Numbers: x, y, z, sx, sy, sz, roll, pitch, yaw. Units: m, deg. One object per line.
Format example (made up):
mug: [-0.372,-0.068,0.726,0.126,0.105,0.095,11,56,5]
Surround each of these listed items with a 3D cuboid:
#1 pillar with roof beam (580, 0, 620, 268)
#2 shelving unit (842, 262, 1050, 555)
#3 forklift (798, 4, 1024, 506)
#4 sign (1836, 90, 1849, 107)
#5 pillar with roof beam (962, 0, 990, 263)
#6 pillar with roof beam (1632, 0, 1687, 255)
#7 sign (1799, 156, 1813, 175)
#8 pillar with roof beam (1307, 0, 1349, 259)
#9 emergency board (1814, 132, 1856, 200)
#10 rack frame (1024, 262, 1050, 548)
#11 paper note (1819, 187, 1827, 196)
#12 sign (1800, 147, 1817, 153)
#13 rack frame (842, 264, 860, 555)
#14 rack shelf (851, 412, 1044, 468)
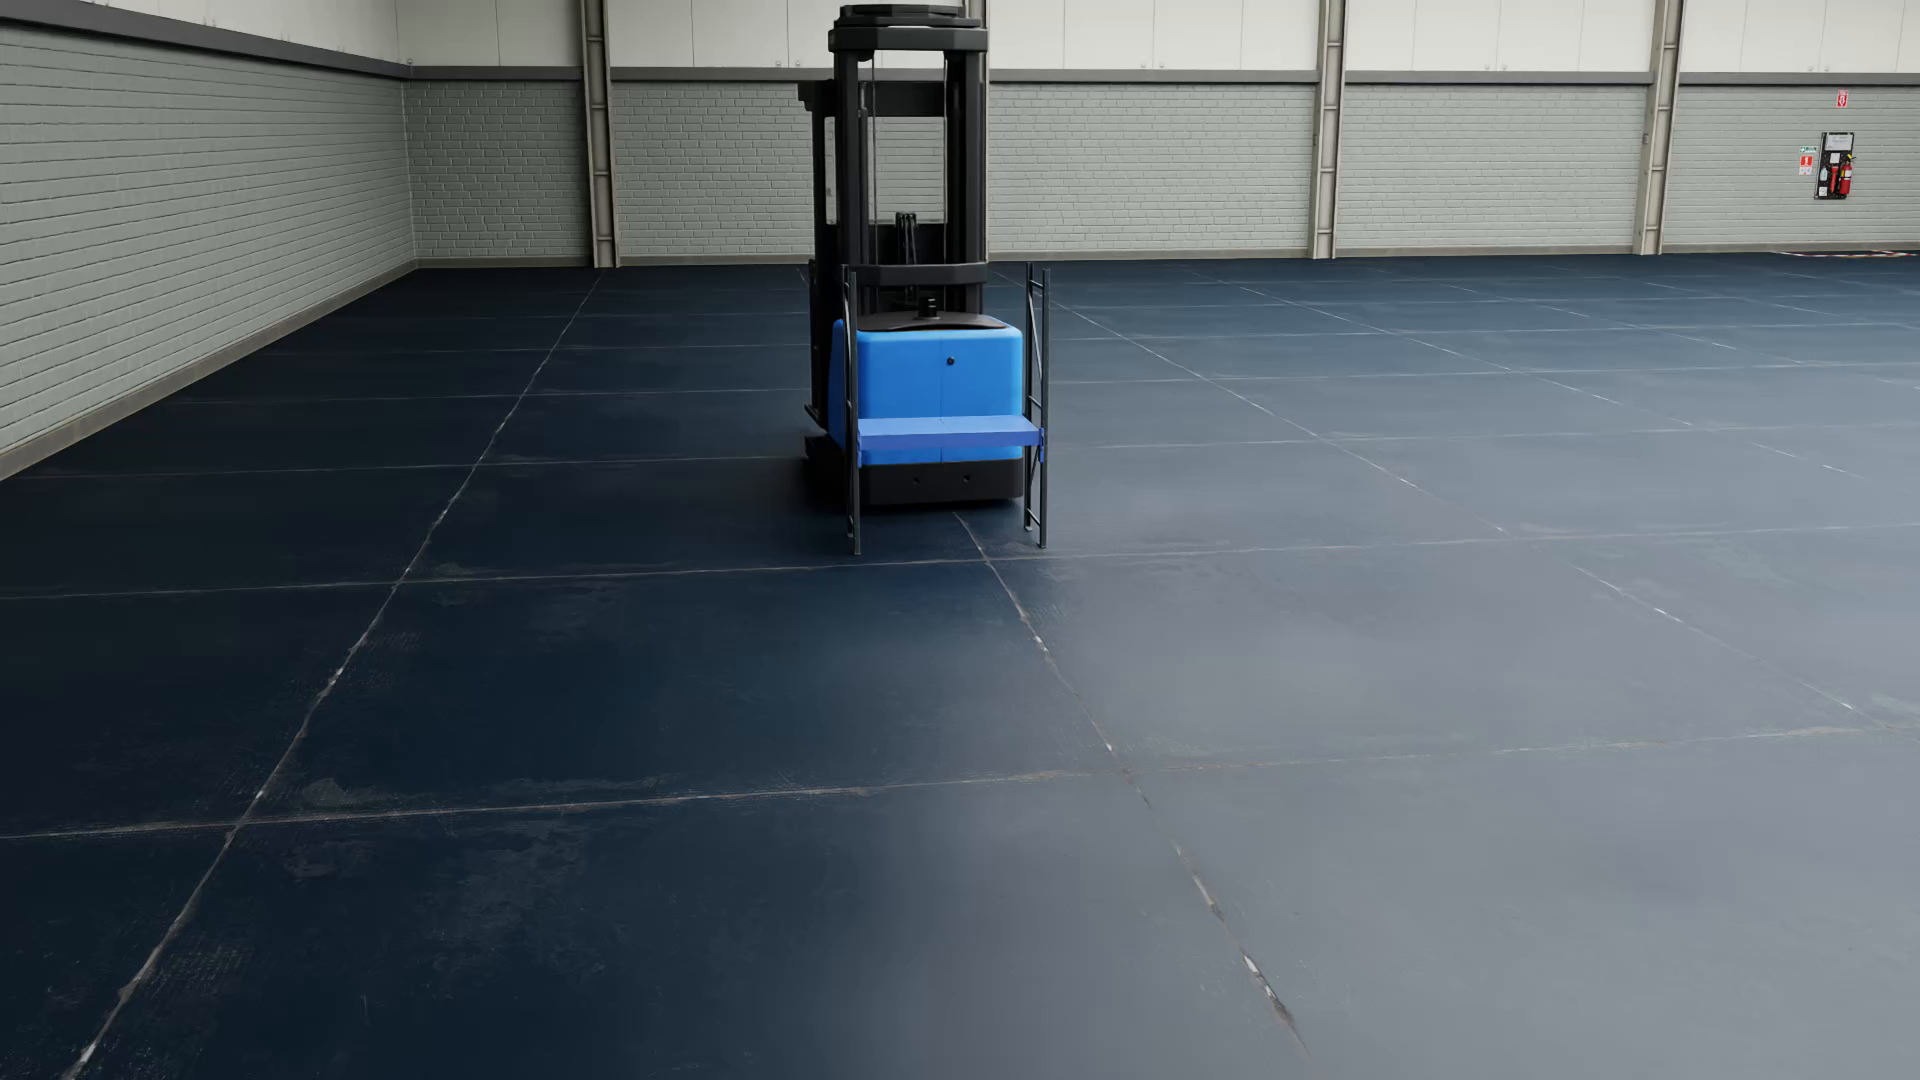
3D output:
pillar with roof beam: [-5.038,-7.729,21.543,0.400,9.000,9.100,-2,14,-8]
shelving unit: [-0.084,-0.724,9.027,1.048,1.500,0.538,-2,14,-8]
forklift: [-0.444,-1.935,10.911,1.130,2.935,3.031,-3,14,-12]
sign: [15.580,-7.792,29.362,0.199,0.298,0.001,-2,14,-8]
pillar with roof beam: [0.895,-7.947,22.410,0.400,9.000,9.100,-2,14,-8]
pillar with roof beam: [12.761,-8.382,24.144,0.400,9.000,9.100,-2,14,-8]
sign: [15.041,-6.666,29.564,0.234,0.329,0.001,-2,14,-8]
pillar with roof beam: [6.828,-8.164,23.277,0.400,9.000,9.100,-2,14,-8]
emergency board: [15.603,-6.644,29.549,0.643,1.169,0.194,-2,14,-8]
rack frame: [0.418,-0.743,9.101,0.032,1.500,0.500,-2,14,-8]
paper note: [15.418,-6.227,29.697,0.142,0.148,0.016,-2,14,-8]
sign: [15.047,-6.921,29.492,0.331,0.109,0.001,-2,14,-8]
rack frame: [-0.587,-0.706,8.954,0.032,1.500,0.500,-2,14,-8]
rack shelf: [-0.084,-0.550,9.071,1.000,0.185,0.538,-2,14,-8]
